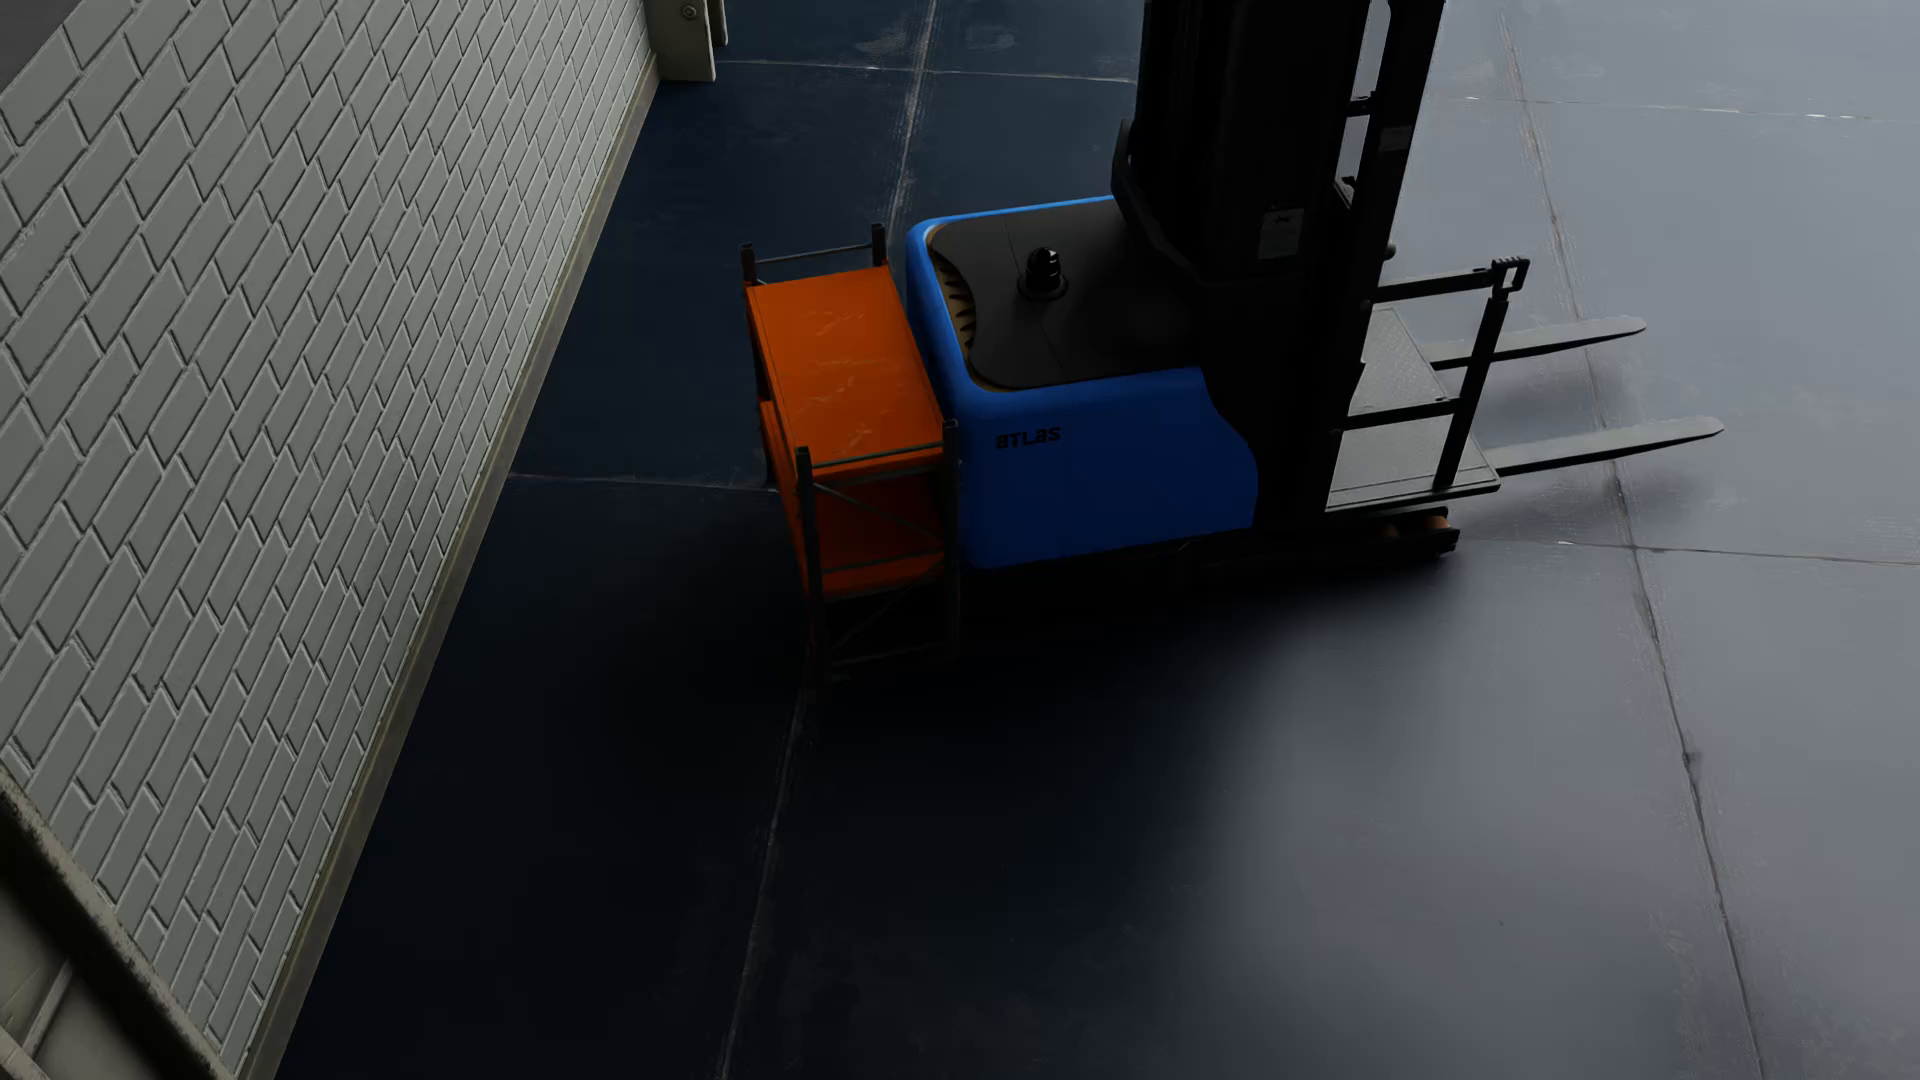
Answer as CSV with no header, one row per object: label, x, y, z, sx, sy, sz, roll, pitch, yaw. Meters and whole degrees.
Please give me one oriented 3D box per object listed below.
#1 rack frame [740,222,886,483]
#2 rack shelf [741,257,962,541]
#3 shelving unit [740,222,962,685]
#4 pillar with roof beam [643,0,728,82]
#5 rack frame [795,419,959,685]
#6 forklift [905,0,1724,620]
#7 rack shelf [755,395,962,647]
rack frame,-0.503,-0.659,6.090,0.500,1.125,0.032,-11,48,-10
rack shelf,-0.376,-0.493,5.542,0.538,0.278,1.000,-11,48,-10
shelving unit,-0.376,-0.295,5.758,0.538,1.125,1.048,-11,48,-10
pillar with roof beam,2.914,-5.207,4.914,9.100,9.000,0.400,4,48,4
rack frame,-0.250,0.068,5.425,0.500,1.125,0.032,-11,48,-10
forklift,1.365,-1.265,5.421,3.031,2.935,1.130,-9,48,-8
rack shelf,-0.376,-0.130,5.938,0.538,0.278,1.000,-11,48,-10
